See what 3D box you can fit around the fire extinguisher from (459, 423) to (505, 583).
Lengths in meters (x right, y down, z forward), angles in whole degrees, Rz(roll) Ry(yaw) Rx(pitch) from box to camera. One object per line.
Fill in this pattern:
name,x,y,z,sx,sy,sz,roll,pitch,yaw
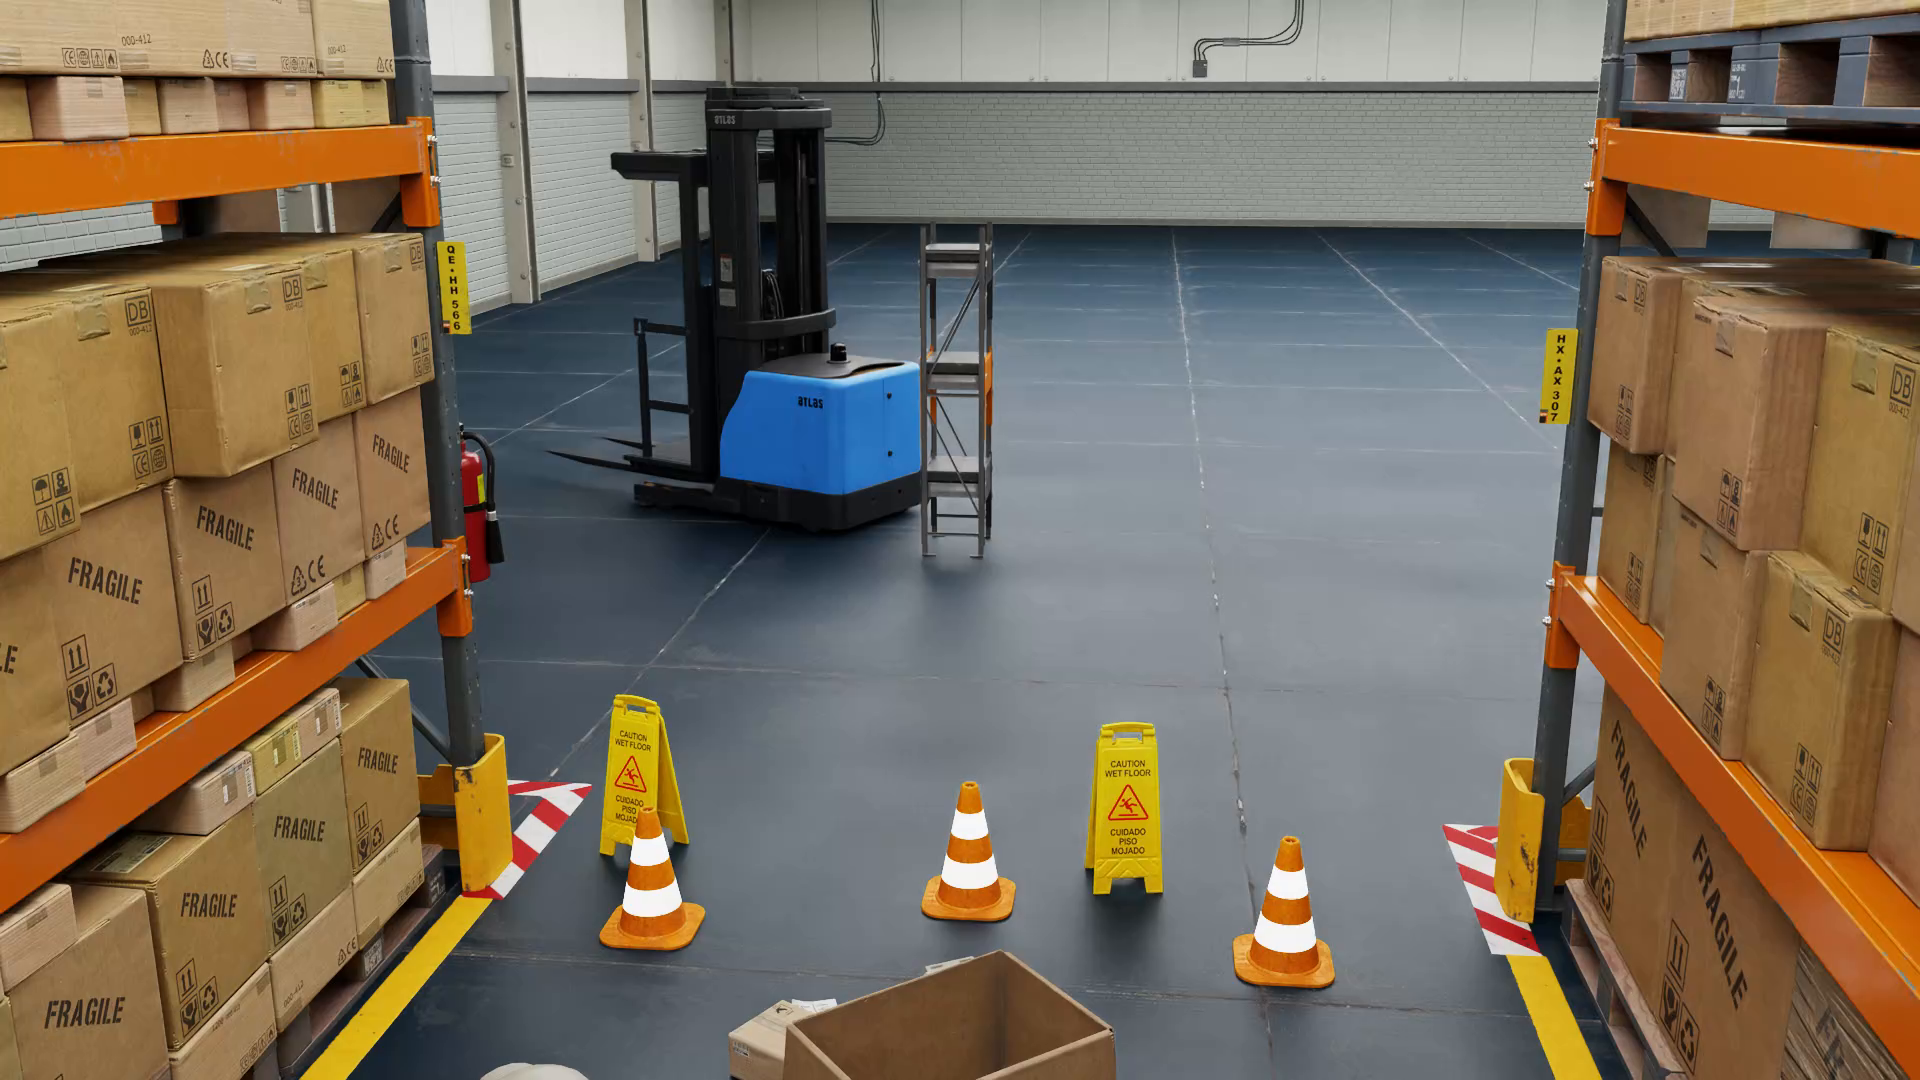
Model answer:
fire extinguisher,-1.870,-0.181,6.233,0.296,0.674,0.183,2,15,6

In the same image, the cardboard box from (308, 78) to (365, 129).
cardboard box,-2.099,-1.363,5.190,0.380,0.149,0.250,2,15,7

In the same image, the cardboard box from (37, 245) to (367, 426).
cardboard box,-2.246,-0.607,4.983,0.700,0.500,0.500,2,15,7

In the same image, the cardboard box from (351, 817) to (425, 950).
cardboard box,-2.168,1.146,5.640,0.500,0.250,0.500,2,15,6

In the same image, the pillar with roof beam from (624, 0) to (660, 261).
pillar with roof beam,-1.262,-9.187,27.899,9.100,9.000,0.400,2,15,6

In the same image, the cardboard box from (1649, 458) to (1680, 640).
cardboard box,2.552,0.086,4.811,0.875,0.550,0.550,2,15,6

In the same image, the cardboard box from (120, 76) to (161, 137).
cardboard box,-2.276,-1.097,4.207,0.380,0.149,0.250,1,15,5

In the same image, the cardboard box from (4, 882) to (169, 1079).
cardboard box,-2.349,1.179,4.081,0.500,0.500,0.500,3,15,9

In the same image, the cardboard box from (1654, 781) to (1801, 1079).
cardboard box,2.481,1.146,4.442,0.875,0.875,0.875,1,15,5

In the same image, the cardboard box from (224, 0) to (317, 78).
cardboard box,-2.202,-1.451,4.751,0.500,0.250,0.500,1,15,5

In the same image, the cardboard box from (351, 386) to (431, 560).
cardboard box,-2.128,-0.245,5.561,0.500,0.500,0.500,1,15,5

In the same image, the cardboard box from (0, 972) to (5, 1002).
cardboard box,-2.328,0.976,3.591,0.380,0.149,0.250,2,15,8

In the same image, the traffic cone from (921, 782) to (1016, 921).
traffic cone,0.034,1.116,6.147,0.336,0.463,0.334,2,15,6

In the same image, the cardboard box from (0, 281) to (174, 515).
cardboard box,-2.396,-0.346,4.019,0.700,0.500,0.500,2,15,6

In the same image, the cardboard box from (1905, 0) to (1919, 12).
cardboard box,2.003,-1.057,3.064,0.380,0.149,0.250,2,15,6

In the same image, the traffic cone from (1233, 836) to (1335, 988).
traffic cone,1.118,1.238,5.698,0.336,0.463,0.334,2,15,6

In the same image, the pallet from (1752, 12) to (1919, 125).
pallet,2.380,-0.978,3.455,1.003,0.211,1.213,2,15,6

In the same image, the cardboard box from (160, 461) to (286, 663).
cardboard box,-2.249,0.014,4.602,0.500,0.500,0.500,2,15,6

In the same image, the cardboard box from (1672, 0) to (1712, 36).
cardboard box,2.175,-1.450,4.516,0.380,0.149,0.250,2,15,6

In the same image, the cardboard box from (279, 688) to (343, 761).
cardboard box,-2.147,0.560,5.129,0.380,0.149,0.250,2,15,8

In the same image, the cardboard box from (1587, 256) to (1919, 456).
cardboard box,2.509,-0.581,5.209,0.875,0.550,0.550,2,15,6

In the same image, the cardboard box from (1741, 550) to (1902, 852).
cardboard box,2.345,0.366,3.775,0.875,0.550,0.500,2,15,6

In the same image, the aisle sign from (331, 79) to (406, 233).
aisle sign,-2.046,-1.465,5.852,0.394,0.787,0.004,2,15,6

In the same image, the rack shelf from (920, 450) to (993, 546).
rack shelf,-0.019,-0.282,10.915,0.431,0.518,0.480,2,15,6

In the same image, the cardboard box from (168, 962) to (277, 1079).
cardboard box,-2.285,1.410,4.664,0.500,0.250,0.500,1,15,4

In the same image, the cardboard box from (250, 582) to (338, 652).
cardboard box,-2.138,0.225,5.065,0.380,0.149,0.250,2,15,7

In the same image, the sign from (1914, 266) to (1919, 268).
sign,3.126,-0.736,5.467,0.100,0.325,0.005,2,15,6

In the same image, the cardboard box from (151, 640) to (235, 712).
cardboard box,-2.245,0.356,4.580,0.380,0.149,0.250,2,15,6

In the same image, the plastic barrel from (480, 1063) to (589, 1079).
plastic barrel,-1.070,1.622,4.354,0.421,0.421,0.512,-14,20,-42

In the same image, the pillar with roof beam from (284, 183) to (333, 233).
pillar with roof beam,-2.616,-6.075,16.389,9.100,9.000,0.400,2,15,6

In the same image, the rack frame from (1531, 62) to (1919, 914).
rack frame,2.589,-0.083,5.721,1.000,3.000,0.127,2,15,6

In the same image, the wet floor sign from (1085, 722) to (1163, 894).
wet floor sign,0.625,0.988,6.272,0.267,0.644,0.232,-1,15,-3

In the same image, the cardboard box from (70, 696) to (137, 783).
cardboard box,-2.284,0.487,4.097,0.380,0.149,0.250,2,15,6

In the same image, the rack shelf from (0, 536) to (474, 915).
rack shelf,-2.567,0.664,4.339,1.077,0.370,4.000,2,15,6

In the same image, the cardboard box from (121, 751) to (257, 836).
cardboard box,-2.210,0.693,4.635,0.380,0.149,0.250,2,15,9

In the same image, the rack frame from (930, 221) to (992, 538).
rack frame,0.009,-1.034,10.963,0.400,2.100,0.015,2,15,6

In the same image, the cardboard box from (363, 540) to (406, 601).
cardboard box,-2.089,0.091,5.559,0.380,0.149,0.250,2,15,6

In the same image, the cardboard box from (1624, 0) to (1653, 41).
cardboard box,2.232,-1.581,5.001,0.380,0.149,0.250,2,15,7

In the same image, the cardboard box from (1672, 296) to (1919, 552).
cardboard box,2.340,-0.295,4.149,0.875,0.550,0.550,2,15,6

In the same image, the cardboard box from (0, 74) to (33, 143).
cardboard box,-2.338,-0.966,3.722,0.380,0.149,0.250,2,15,7

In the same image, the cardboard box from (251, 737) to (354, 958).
cardboard box,-2.228,0.911,5.072,0.500,0.500,0.500,2,15,8

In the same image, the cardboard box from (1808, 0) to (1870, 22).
cardboard box,2.061,-1.188,3.546,0.380,0.149,0.250,2,15,7

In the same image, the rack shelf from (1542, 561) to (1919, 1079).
rack shelf,2.363,0.783,3.897,1.077,0.370,4.000,2,15,6

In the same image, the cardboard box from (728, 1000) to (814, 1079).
cardboard box,-0.482,1.573,5.059,0.380,0.149,0.250,11,19,35

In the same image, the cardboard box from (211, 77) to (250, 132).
cardboard box,-2.257,-1.231,4.703,0.380,0.149,0.250,2,15,7

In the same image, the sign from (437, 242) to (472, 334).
sign,-1.792,-0.892,5.891,0.100,0.325,0.005,2,15,6

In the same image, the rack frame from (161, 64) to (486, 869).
rack frame,-2.341,-0.202,6.163,1.000,3.000,0.127,2,15,6

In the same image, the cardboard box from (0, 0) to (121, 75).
cardboard box,-2.297,-1.185,3.767,0.500,0.250,0.500,2,15,7

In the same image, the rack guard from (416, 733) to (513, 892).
rack guard,-2.349,1.024,6.417,1.175,0.500,0.348,2,15,6

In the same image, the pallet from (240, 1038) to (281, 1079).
pallet,-2.616,1.689,4.512,1.003,0.211,1.213,2,15,6

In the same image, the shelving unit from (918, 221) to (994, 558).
shelving unit,-0.019,-0.971,10.729,0.431,2.100,0.503,2,15,6

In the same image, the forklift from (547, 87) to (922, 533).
forklift,-1.758,-1.737,11.970,3.031,2.935,1.130,10,18,33

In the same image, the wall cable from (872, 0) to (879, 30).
wall cable,-0.528,-12.455,36.256,3.097,2.526,0.112,2,15,6

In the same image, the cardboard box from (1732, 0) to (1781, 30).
cardboard box,2.118,-1.319,4.032,0.380,0.149,0.250,2,15,6

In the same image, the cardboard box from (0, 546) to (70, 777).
cardboard box,-2.363,0.277,3.631,0.500,0.500,0.500,2,15,6

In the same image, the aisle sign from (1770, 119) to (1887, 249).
aisle sign,2.895,-1.347,5.417,0.394,0.787,0.004,2,15,6

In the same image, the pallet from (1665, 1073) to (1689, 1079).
pallet,2.436,1.789,4.143,1.003,0.211,1.213,2,15,6

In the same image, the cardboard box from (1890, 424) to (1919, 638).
cardboard box,2.357,-0.016,3.117,0.875,0.550,0.550,2,15,6
